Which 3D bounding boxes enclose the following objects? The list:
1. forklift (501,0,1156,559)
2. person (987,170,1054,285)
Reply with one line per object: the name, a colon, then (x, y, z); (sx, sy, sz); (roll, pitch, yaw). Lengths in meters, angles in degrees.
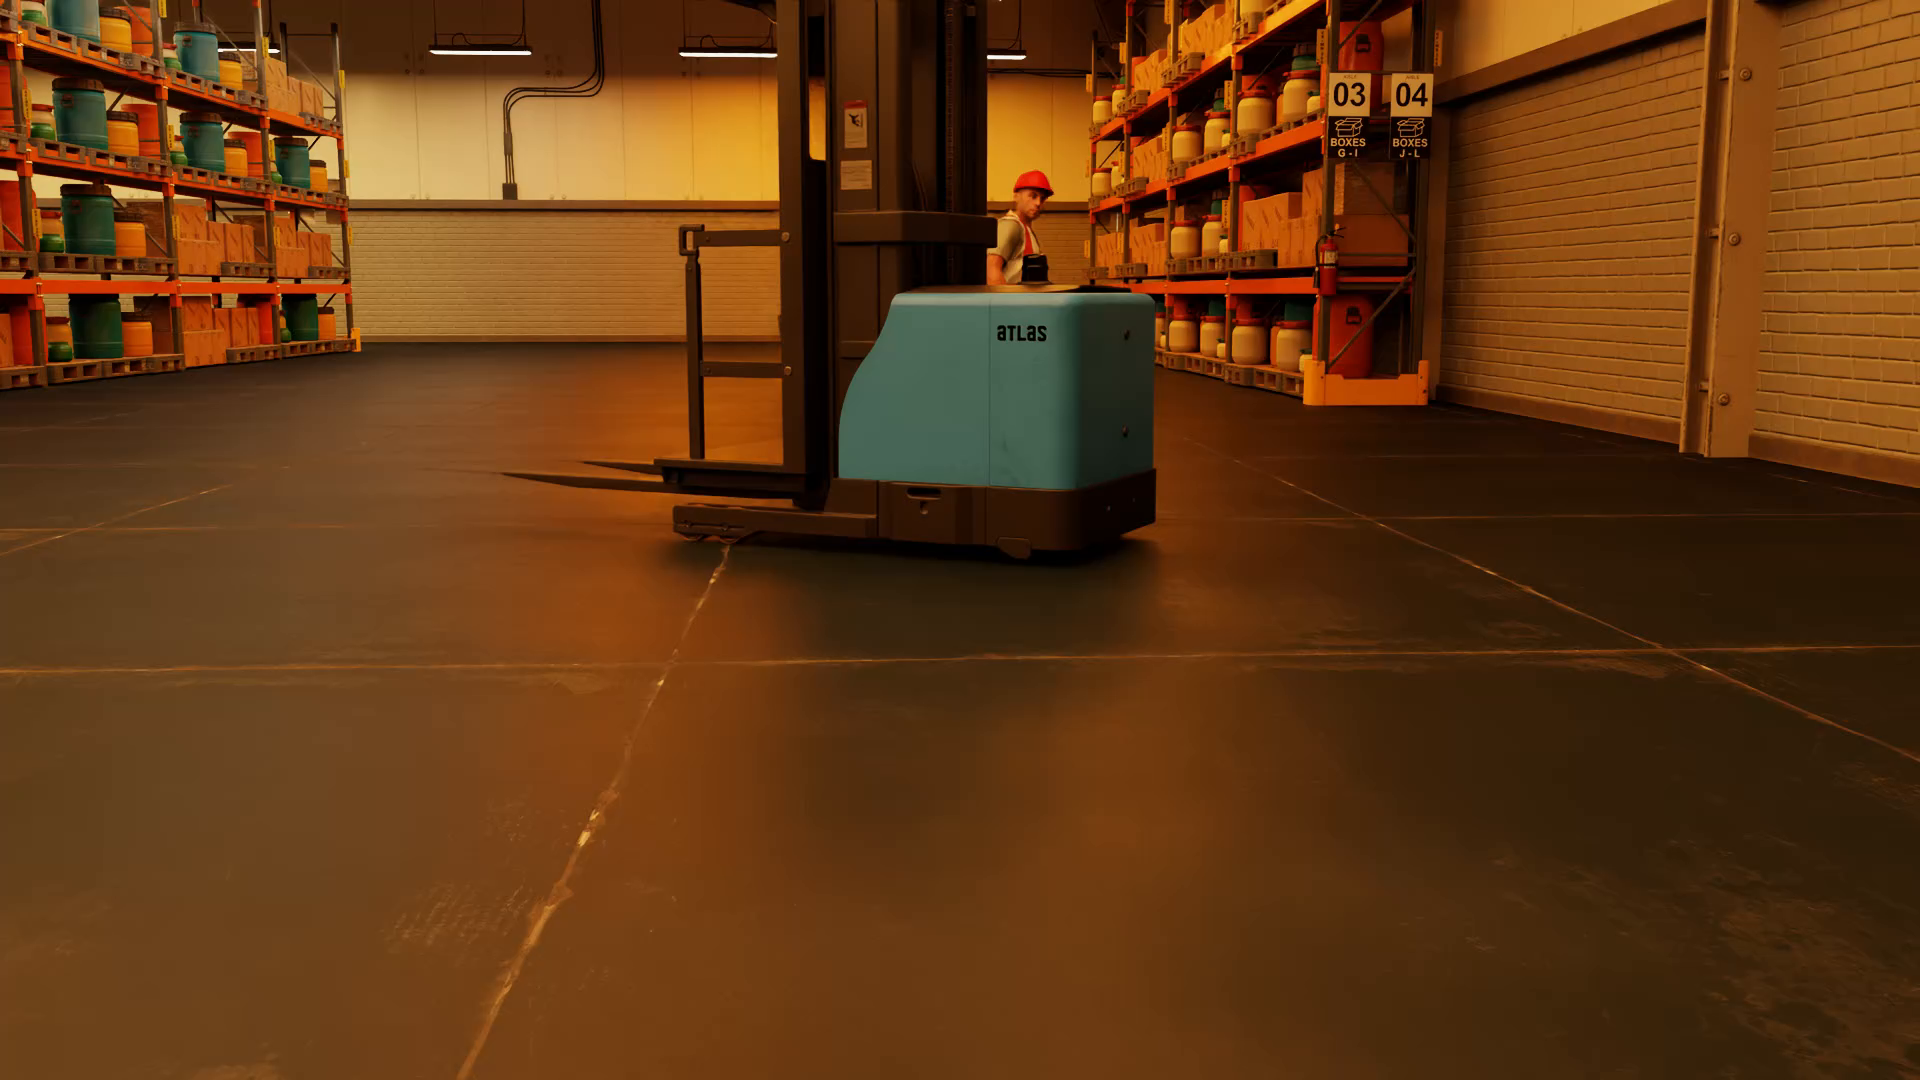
forklift: (-0.690, -1.496, 7.408); (3.031, 2.935, 1.130); (4, 9, 26)
person: (0.398, -1.227, 9.556); (0.500, 1.770, 0.754); (1, 9, 8)
